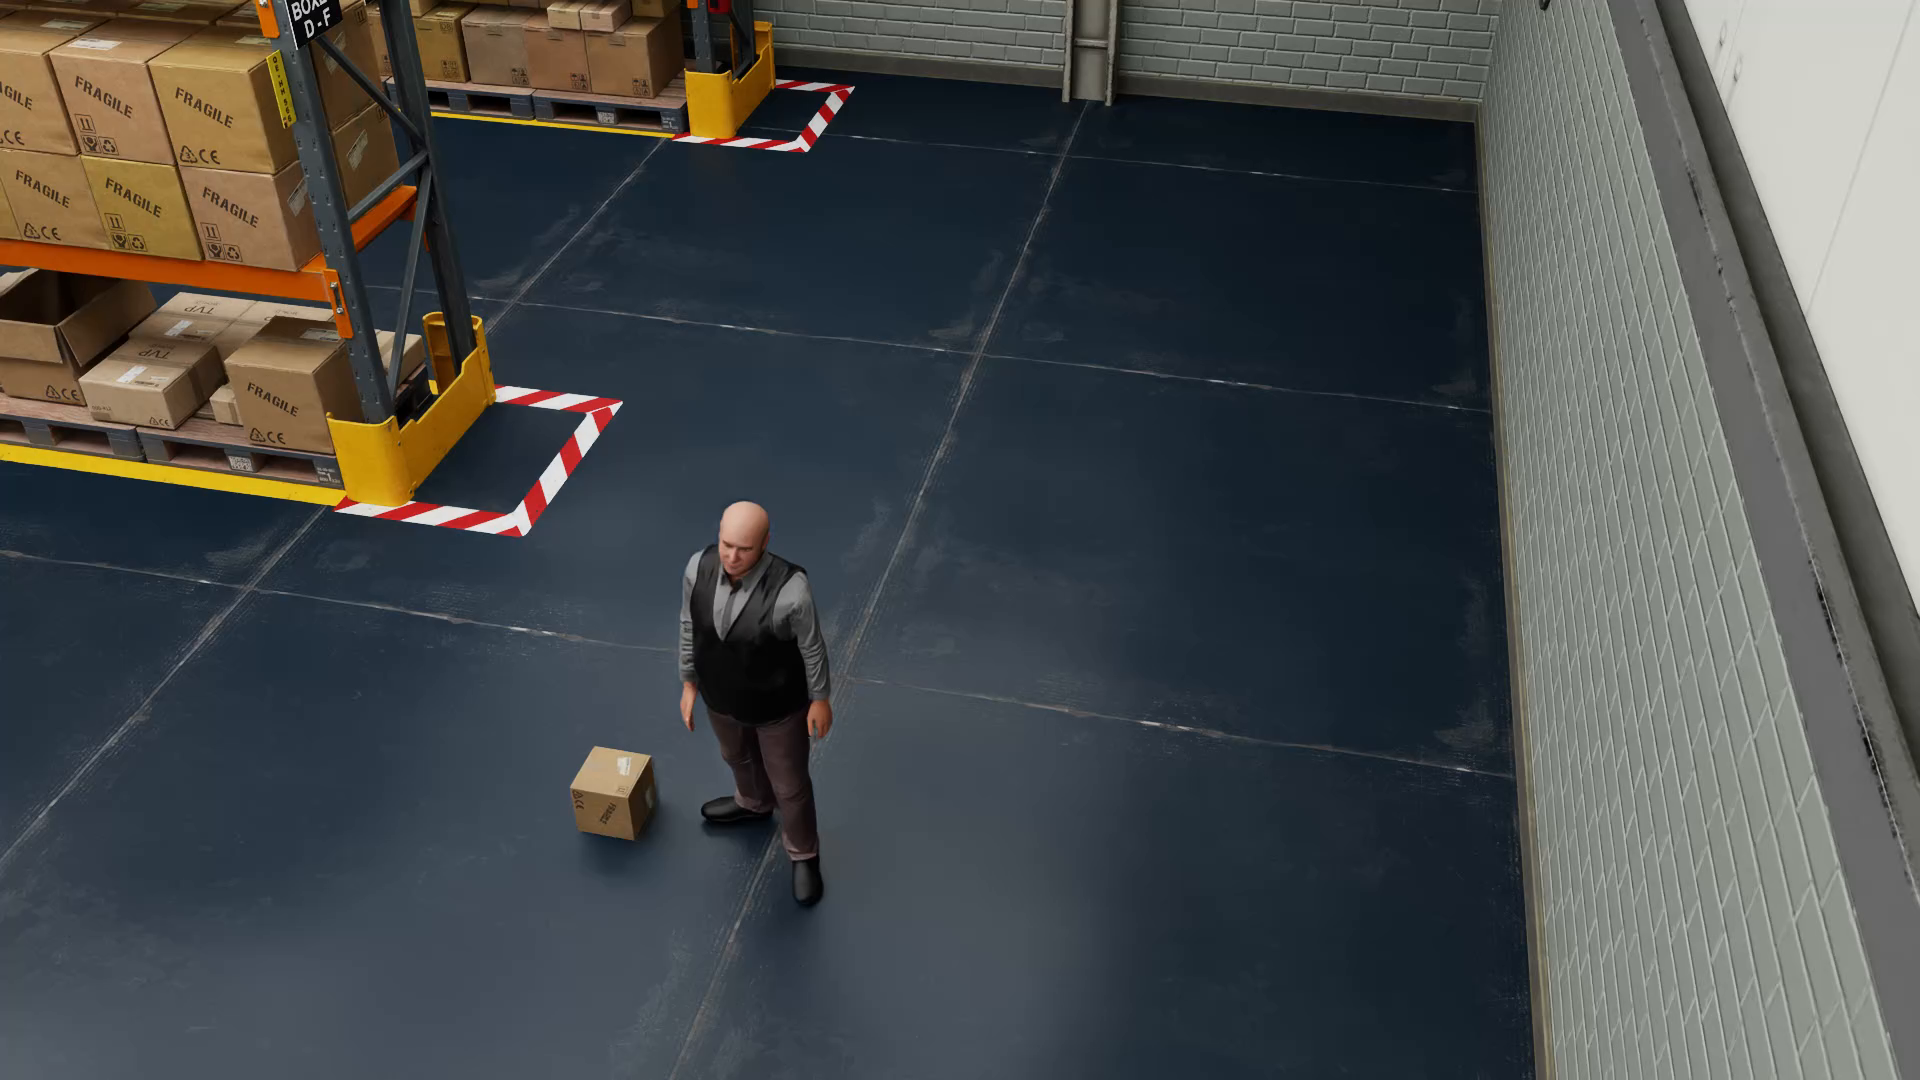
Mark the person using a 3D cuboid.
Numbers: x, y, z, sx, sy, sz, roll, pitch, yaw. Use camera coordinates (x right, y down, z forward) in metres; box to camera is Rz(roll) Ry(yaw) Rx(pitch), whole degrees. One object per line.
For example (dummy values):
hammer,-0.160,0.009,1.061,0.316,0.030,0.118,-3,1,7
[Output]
person,-0.790,0.561,6.206,0.665,1.727,0.432,17,40,21
